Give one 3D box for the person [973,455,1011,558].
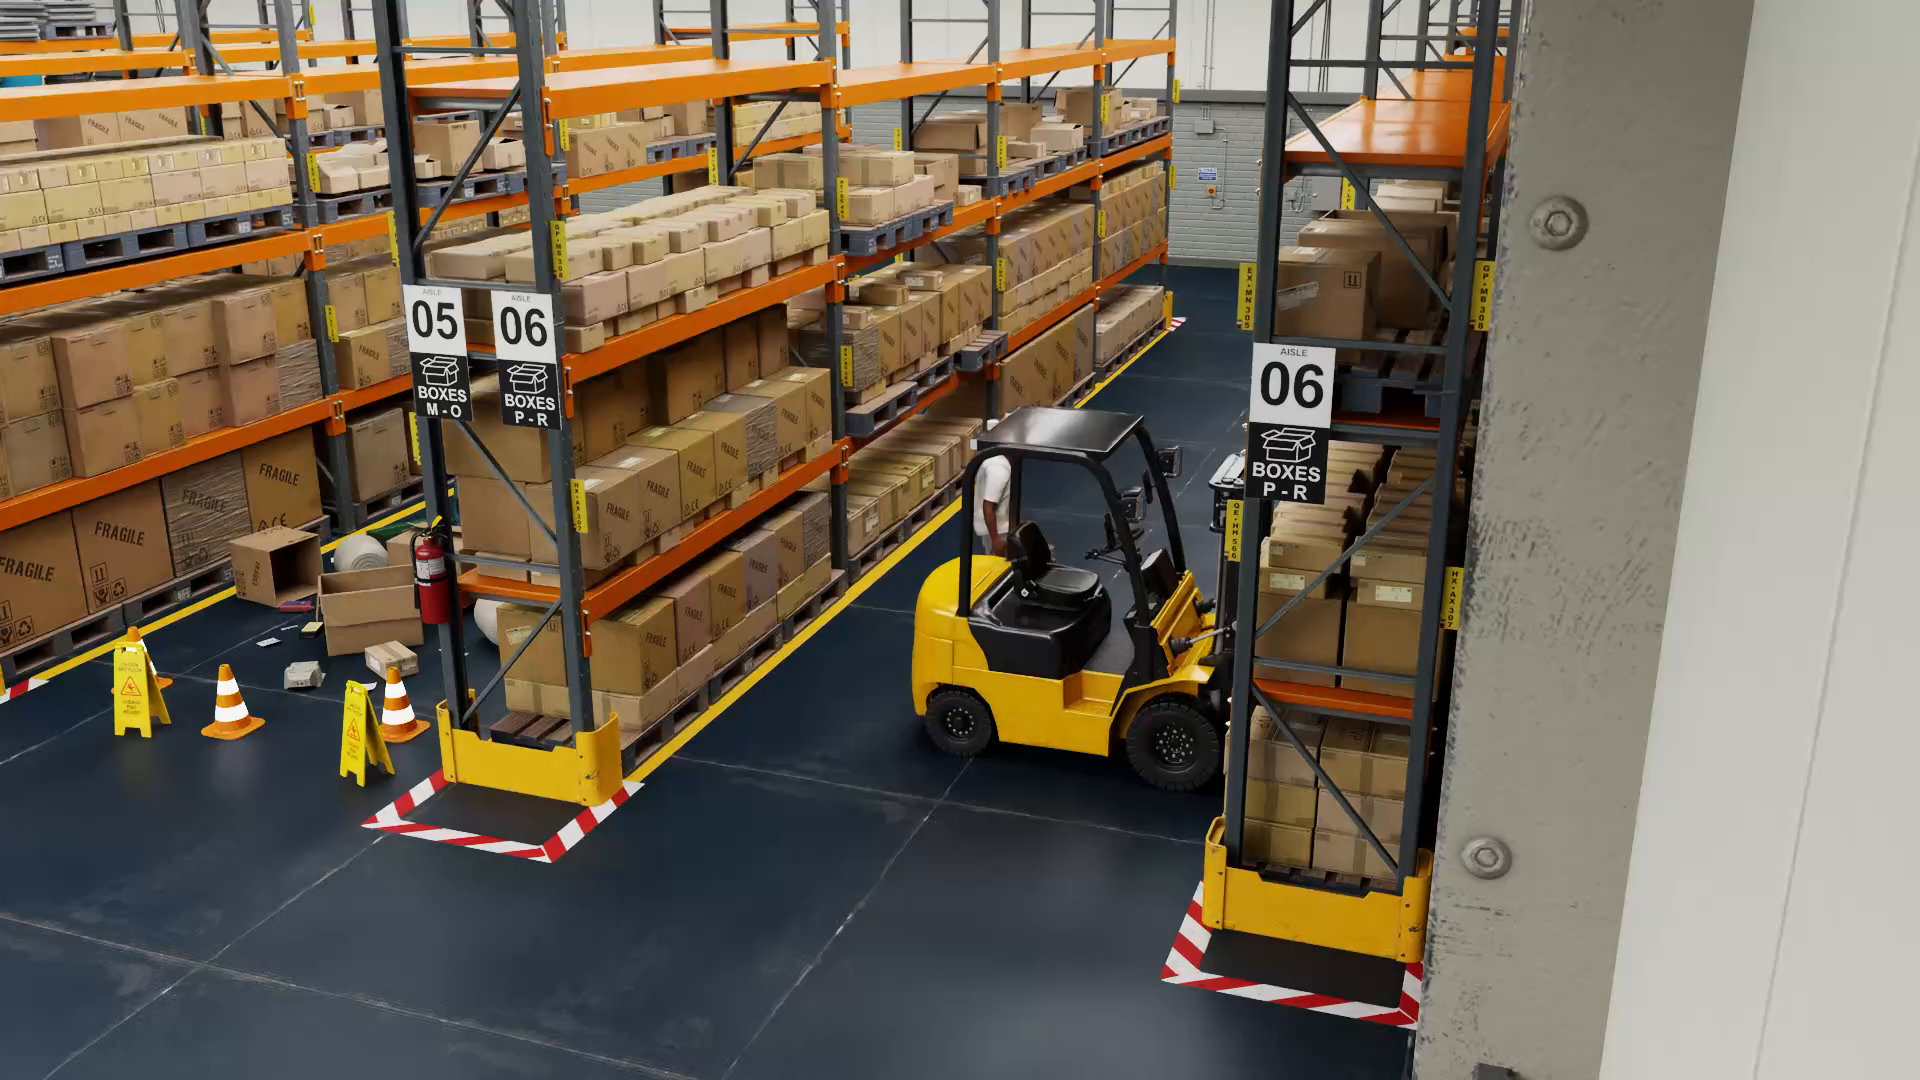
[{"bbox_3d":[0.342,-0.084,12.783,0.461,1.759,0.621,6,19,16],"label":"person"}]
